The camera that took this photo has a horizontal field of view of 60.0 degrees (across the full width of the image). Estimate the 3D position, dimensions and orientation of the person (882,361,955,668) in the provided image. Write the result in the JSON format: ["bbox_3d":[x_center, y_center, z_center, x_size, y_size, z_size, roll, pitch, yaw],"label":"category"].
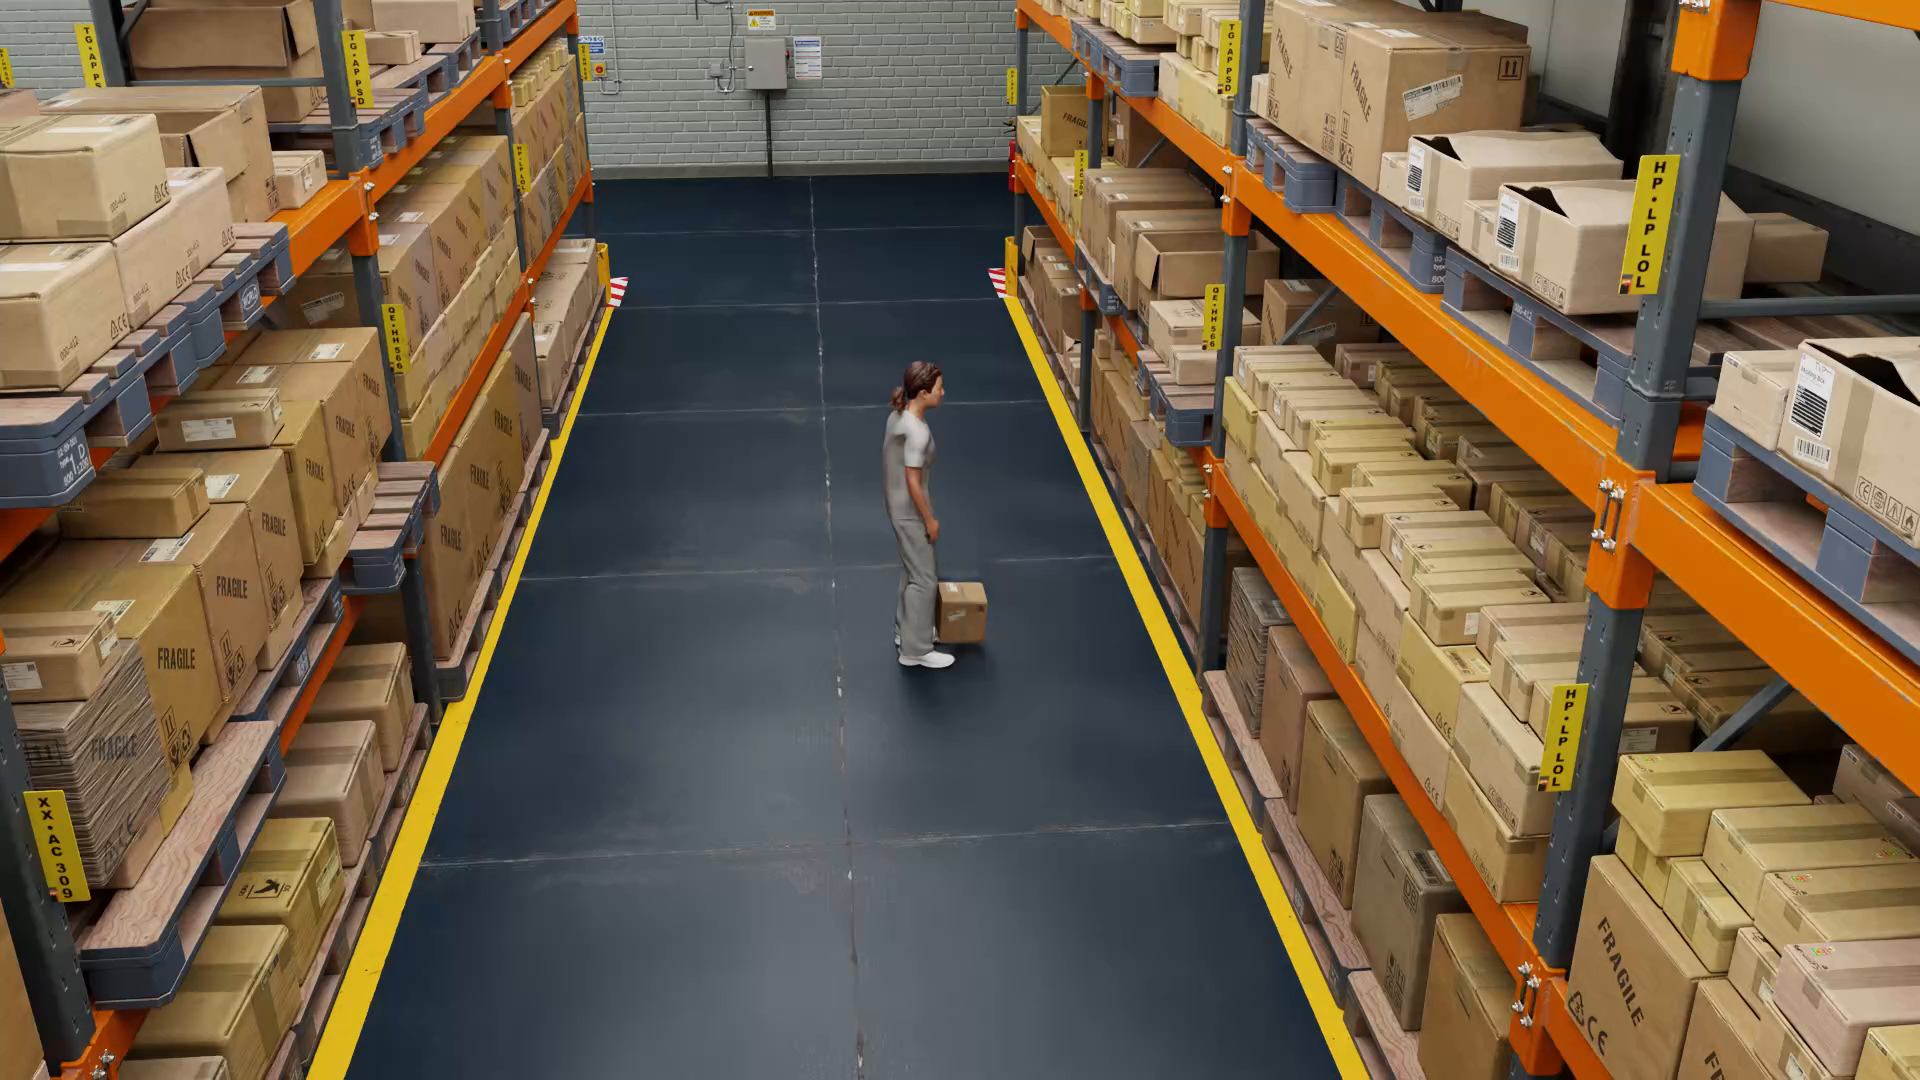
[{"bbox_3d":[-0.229,-0.151,8.943,0.360,1.674,0.483,-3,24,-7],"label":"person"}]
